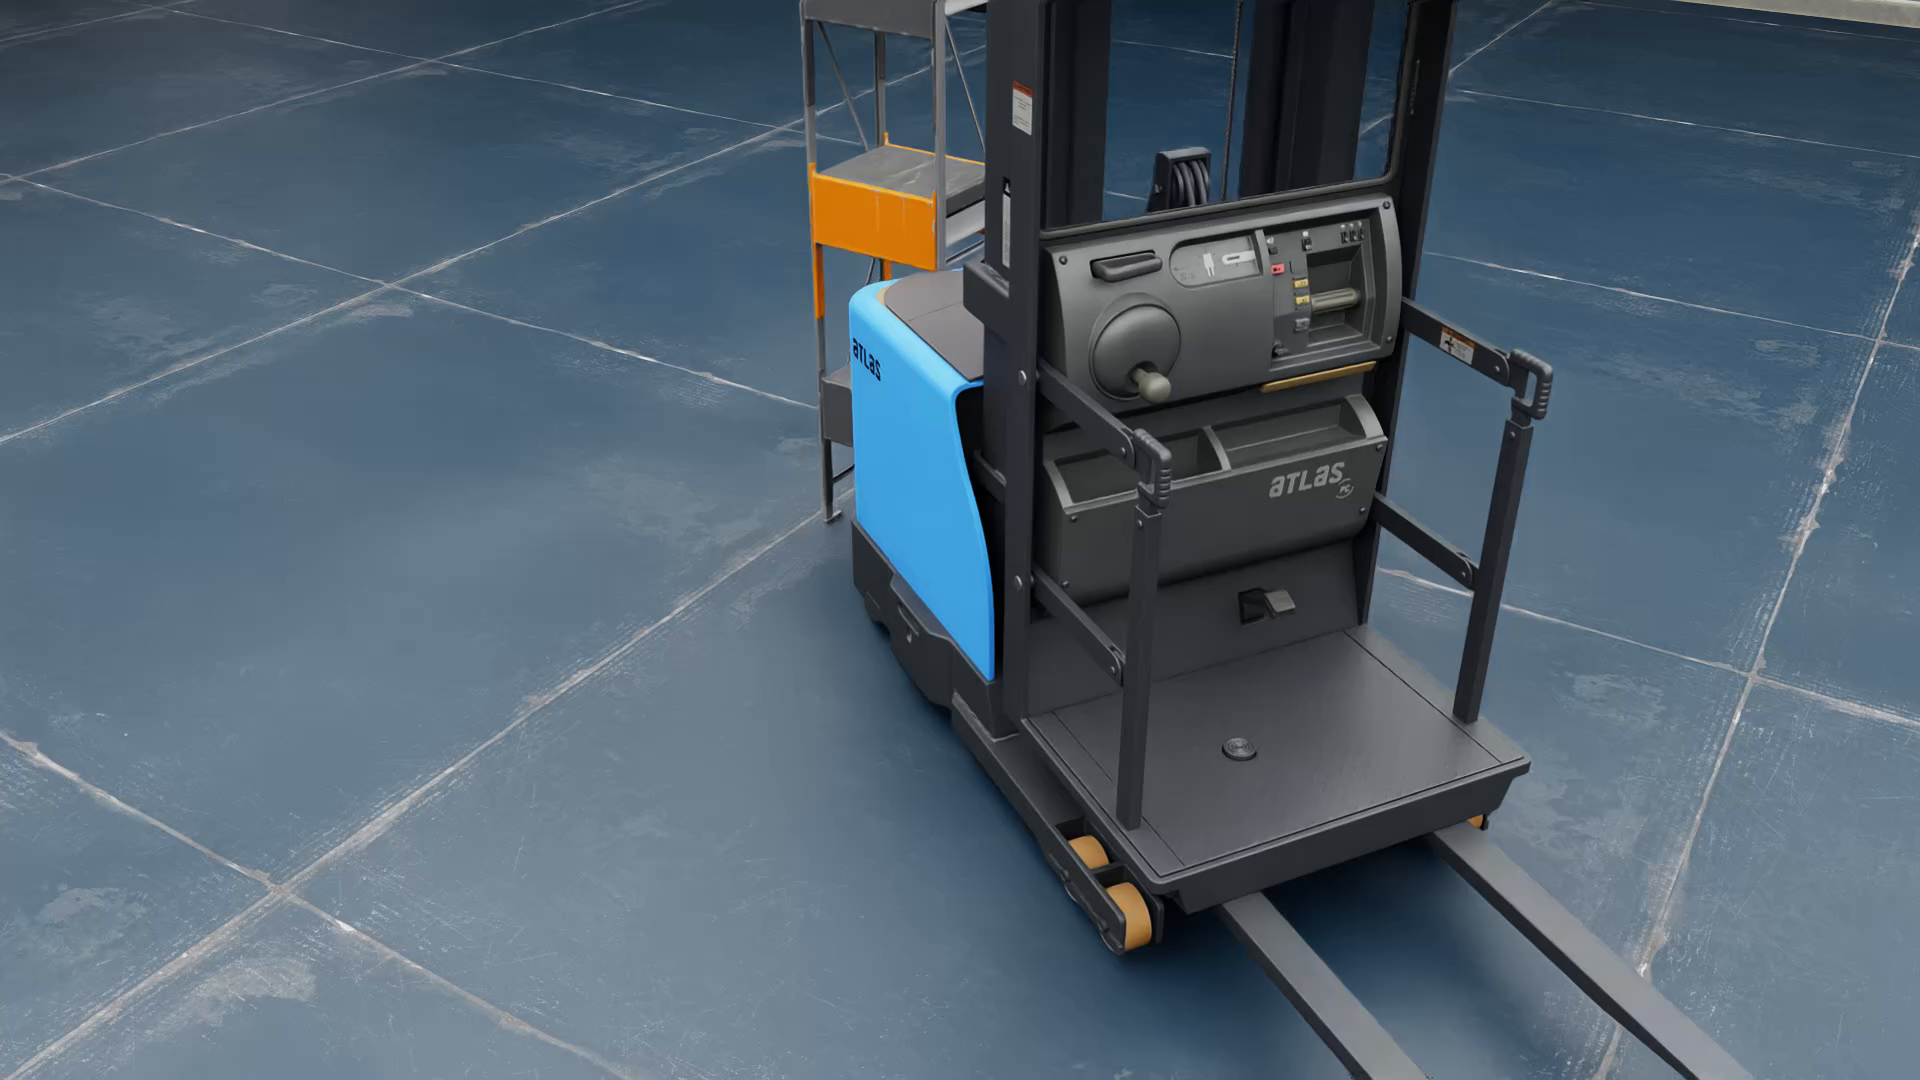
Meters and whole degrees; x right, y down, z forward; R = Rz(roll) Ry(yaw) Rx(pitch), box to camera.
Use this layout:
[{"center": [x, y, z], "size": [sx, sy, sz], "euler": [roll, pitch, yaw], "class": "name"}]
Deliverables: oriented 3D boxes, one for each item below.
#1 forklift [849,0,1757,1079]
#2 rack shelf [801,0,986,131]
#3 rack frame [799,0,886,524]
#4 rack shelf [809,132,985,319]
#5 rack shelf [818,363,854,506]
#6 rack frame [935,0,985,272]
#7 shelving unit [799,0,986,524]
[{"center": [0.731, -0.517, 3.728], "size": [1.130, 2.935, 3.031], "euler": [-13, 33, -21], "class": "forklift"}, {"center": [-0.159, -1.574, 5.003], "size": [0.480, 0.518, 0.431], "euler": [19, 35, 29], "class": "rack shelf"}, {"center": [-0.362, -1.050, 5.466], "size": [0.015, 2.100, 0.400], "euler": [19, 35, 29], "class": "rack frame"}, {"center": [-0.159, -0.970, 5.356], "size": [0.480, 0.518, 0.431], "euler": [19, 35, 29], "class": "rack shelf"}, {"center": [-0.159, -0.365, 5.708], "size": [0.480, 0.518, 0.431], "euler": [19, 35, 29], "class": "rack shelf"}, {"center": [0.044, -0.913, 5.231], "size": [0.015, 2.100, 0.400], "euler": [19, 35, 29], "class": "rack frame"}, {"center": [-0.159, -0.982, 5.349], "size": [0.503, 2.100, 0.431], "euler": [19, 35, 29], "class": "shelving unit"}]
